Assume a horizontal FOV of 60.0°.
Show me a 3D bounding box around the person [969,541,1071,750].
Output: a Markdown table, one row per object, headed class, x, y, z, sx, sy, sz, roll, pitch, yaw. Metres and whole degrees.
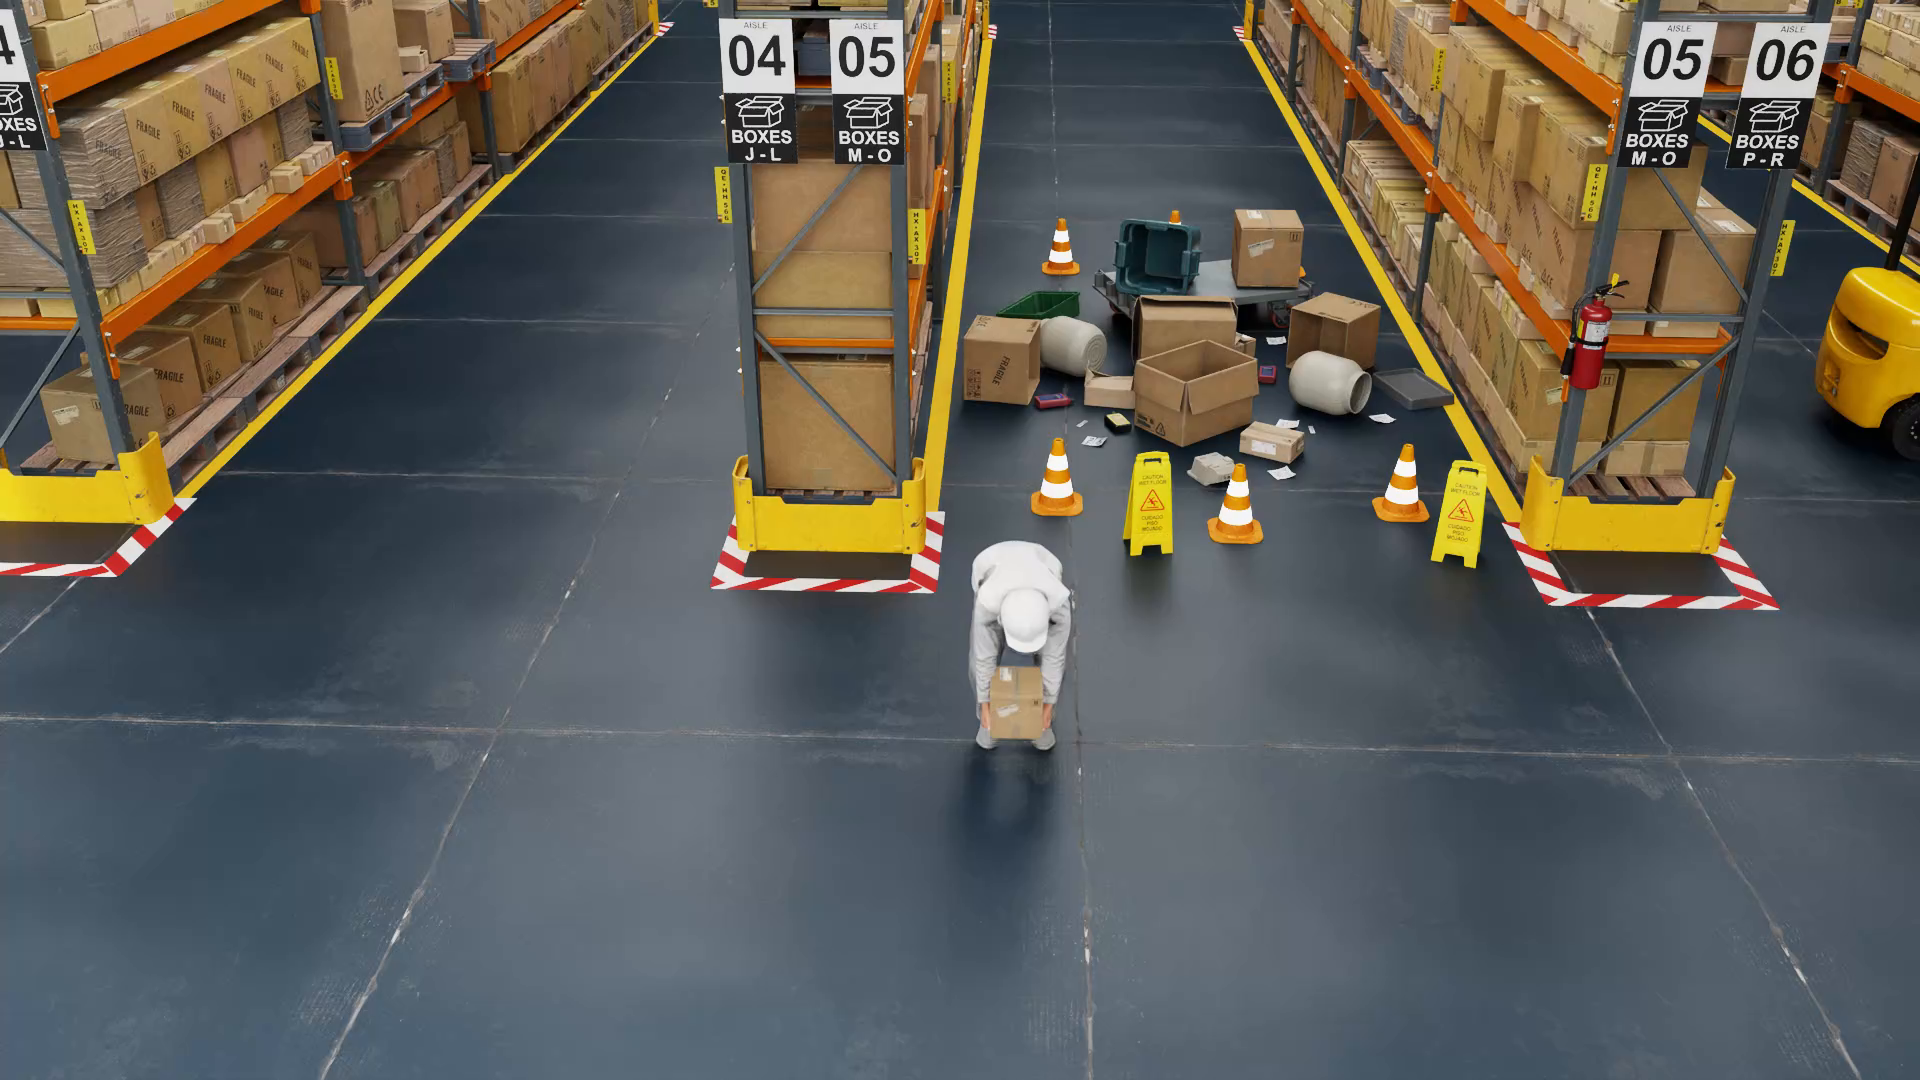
| class | x | y | z | sx | sy | sz | roll | pitch | yaw |
| --- | --- | --- | --- | --- | --- | --- | --- | --- | --- |
| person | 0.289 | 0.583 | 8.125 | 0.488 | 1.179 | 0.985 | 0 | 28 | 0 |
